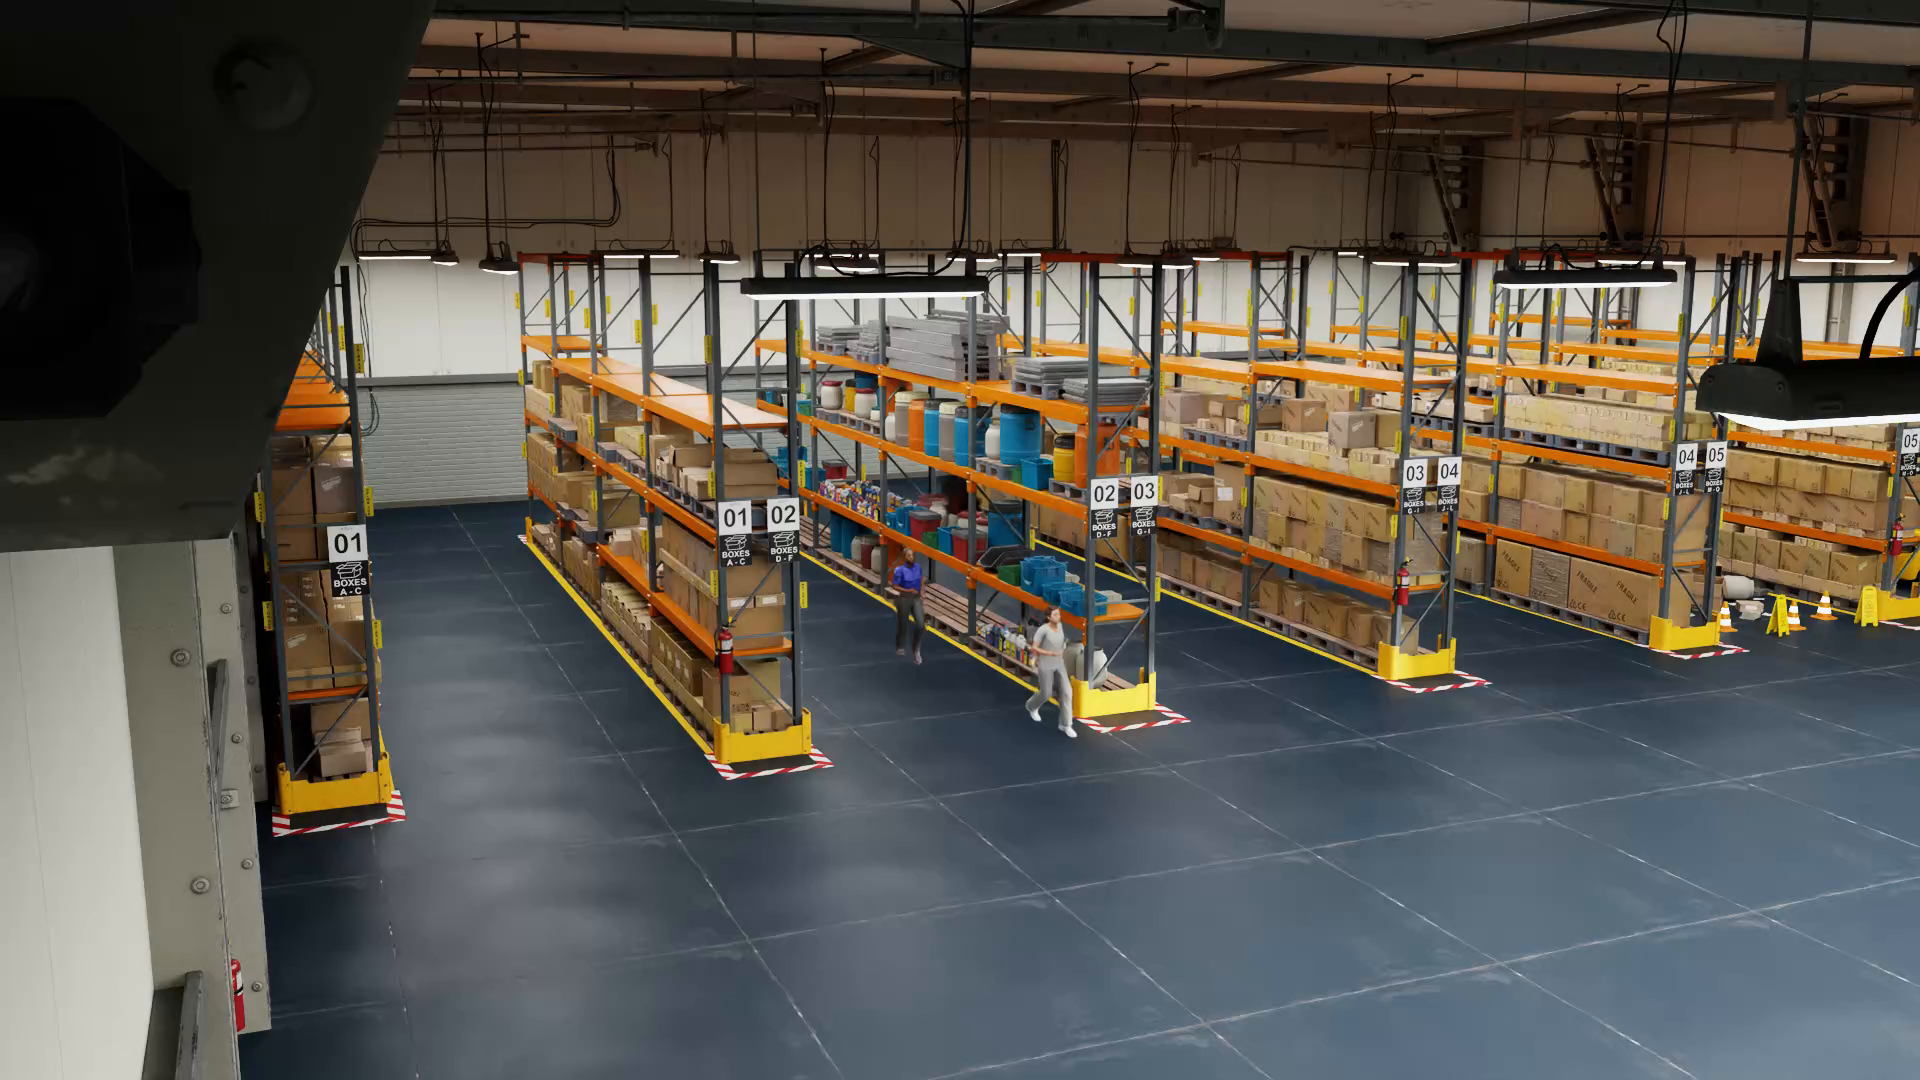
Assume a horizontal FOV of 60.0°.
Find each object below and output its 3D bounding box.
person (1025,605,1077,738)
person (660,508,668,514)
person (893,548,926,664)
[{"bbox_3d":[1.158,1.647,21.433,0.602,1.677,0.929,-7,13,-34],"label":"person"},{"bbox_3d":[-5.886,-0.657,33.848,0.649,1.734,0.635,-6,12,-31],"label":"person"},{"bbox_3d":[-0.717,0.952,24.119,0.584,1.708,0.717,-5,11,-25],"label":"person"}]
